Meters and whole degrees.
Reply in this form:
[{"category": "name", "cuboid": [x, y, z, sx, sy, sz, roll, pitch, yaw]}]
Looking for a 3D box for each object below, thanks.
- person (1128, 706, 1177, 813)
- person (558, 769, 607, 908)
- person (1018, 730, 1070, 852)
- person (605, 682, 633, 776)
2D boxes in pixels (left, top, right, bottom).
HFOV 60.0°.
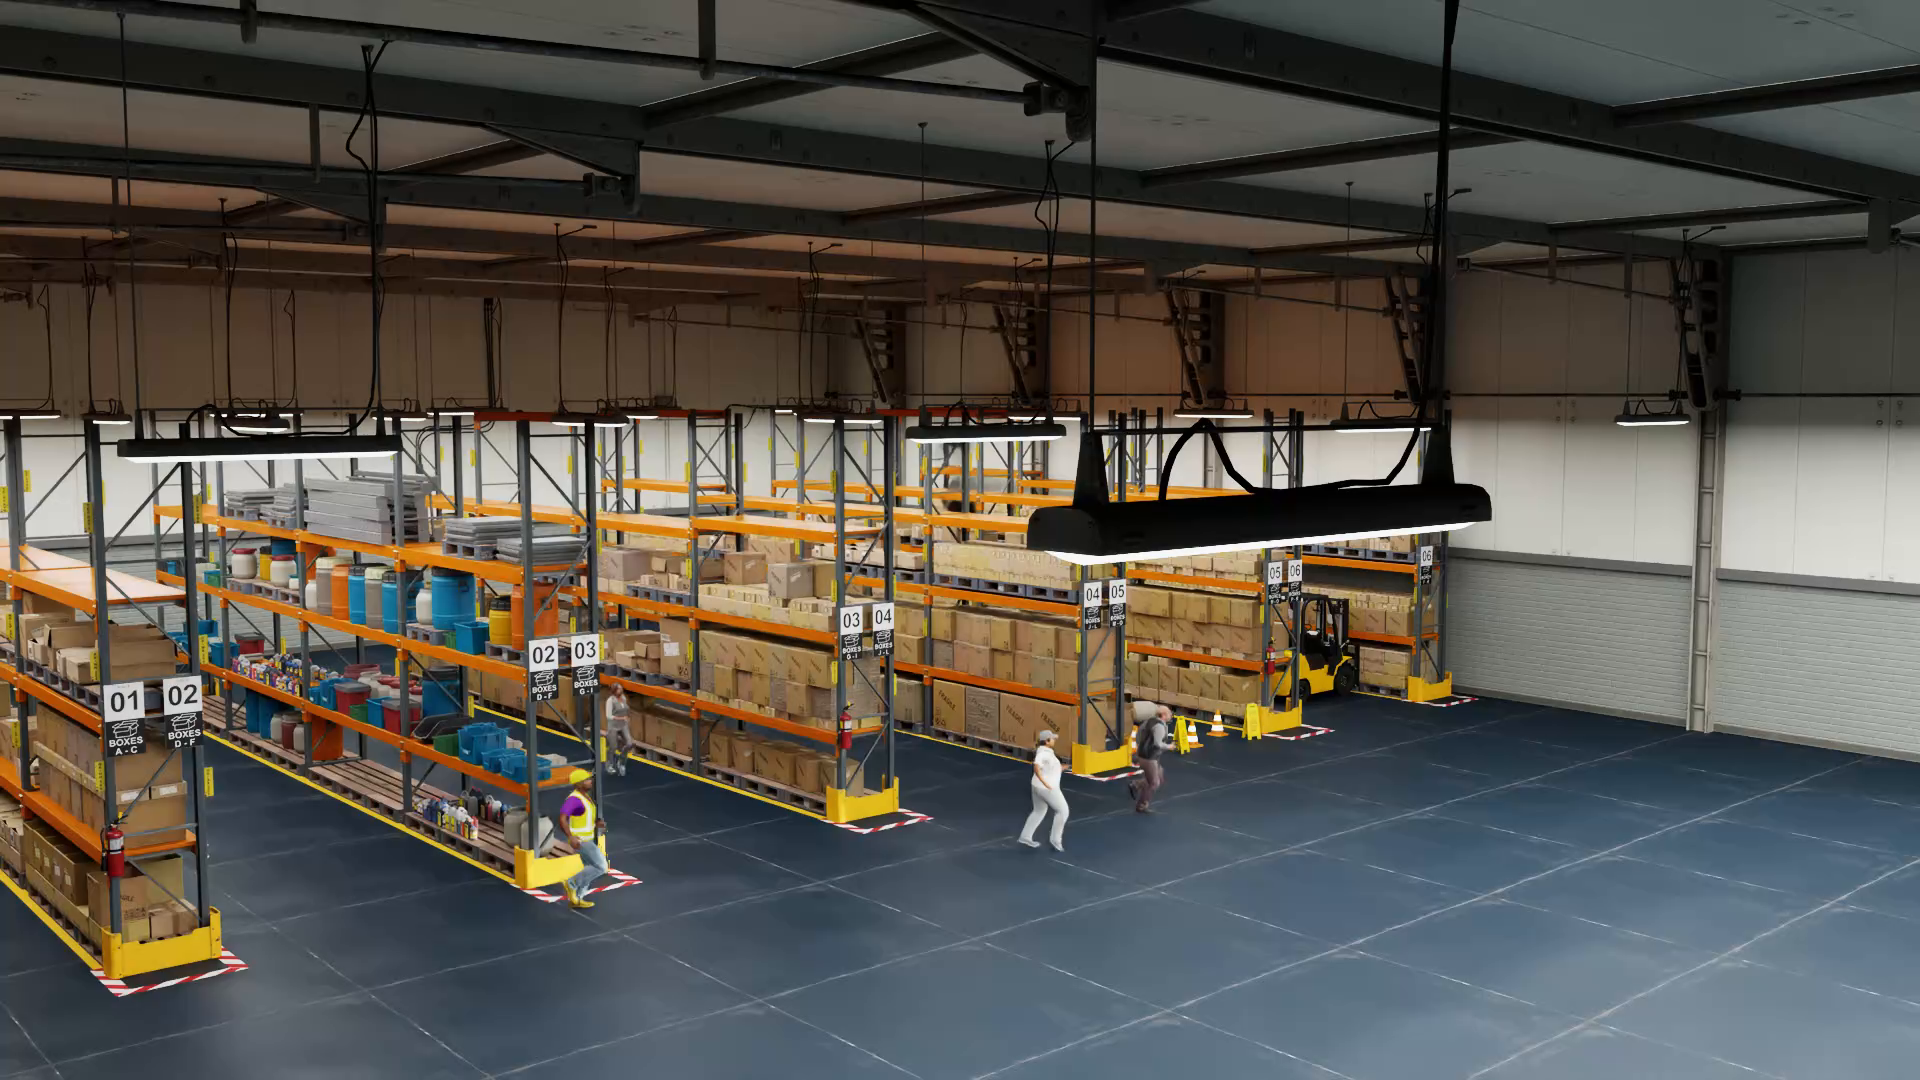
[{"category": "person", "cuboid": [2.911, 3.317, 25.117, 0.725, 1.650, 0.648, 0, 5, 1]}, {"category": "person", "cuboid": [-4.629, 3.677, 20.485, 0.551, 1.705, 0.720, -1, 5, -8]}, {"category": "person", "cuboid": [1.183, 3.492, 23.070, 0.746, 1.726, 0.584, -1, 5, -14]}, {"category": "person", "cuboid": [-5.637, 3.135, 27.467, 0.504, 1.558, 0.732, -5, 7, -43]}]
